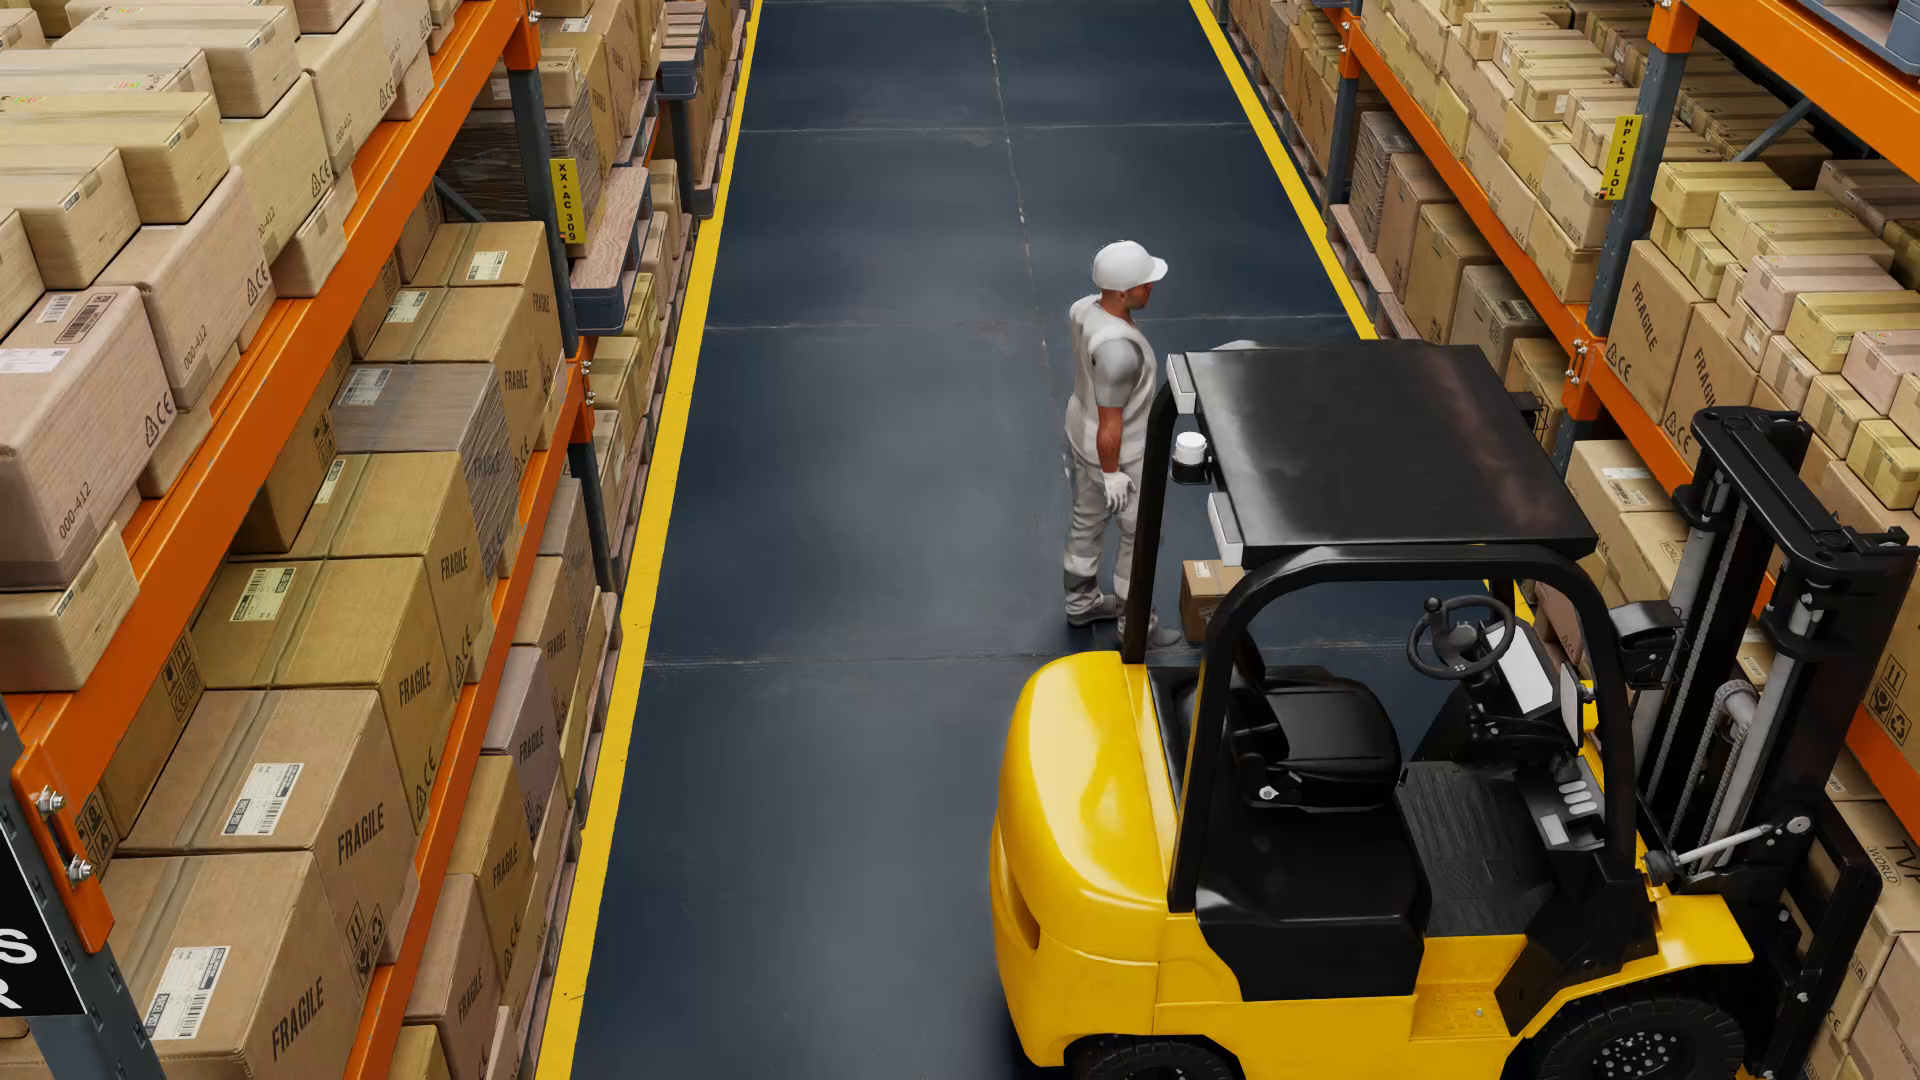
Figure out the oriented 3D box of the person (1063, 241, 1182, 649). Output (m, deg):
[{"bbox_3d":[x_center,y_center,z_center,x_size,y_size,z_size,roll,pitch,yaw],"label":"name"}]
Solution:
[{"bbox_3d":[0.669,-0.383,6.681,0.485,1.819,0.576,-9,36,-12],"label":"person"}]
